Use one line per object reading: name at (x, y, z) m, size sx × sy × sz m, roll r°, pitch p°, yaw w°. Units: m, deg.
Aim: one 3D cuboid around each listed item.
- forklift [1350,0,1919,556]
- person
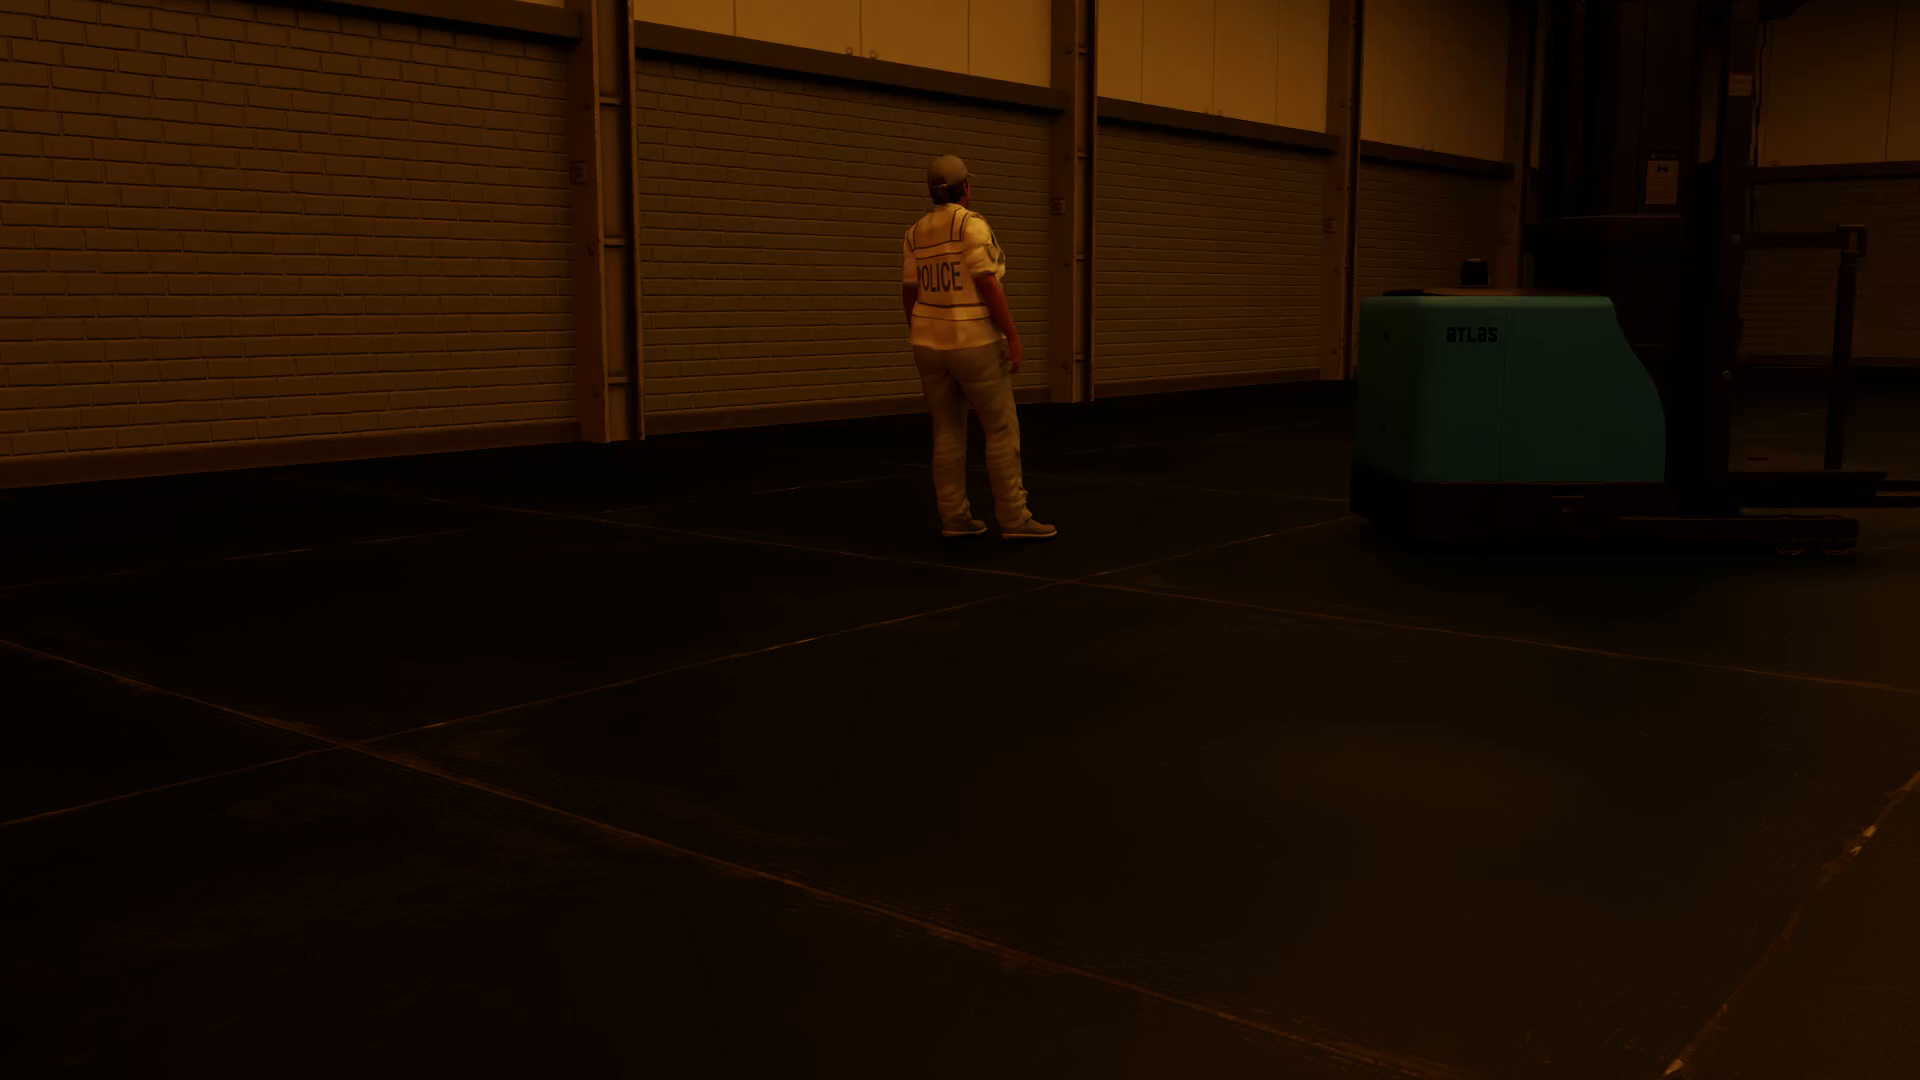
forklift at (3.366, -1.460, 7.263) m, size 3.031 × 2.935 × 1.130 m, roll 0°, pitch 8°, yaw -1°
person at (0.066, -0.838, 7.328) m, size 0.598 × 1.670 × 0.529 m, roll 7°, pitch 11°, yaw 38°
